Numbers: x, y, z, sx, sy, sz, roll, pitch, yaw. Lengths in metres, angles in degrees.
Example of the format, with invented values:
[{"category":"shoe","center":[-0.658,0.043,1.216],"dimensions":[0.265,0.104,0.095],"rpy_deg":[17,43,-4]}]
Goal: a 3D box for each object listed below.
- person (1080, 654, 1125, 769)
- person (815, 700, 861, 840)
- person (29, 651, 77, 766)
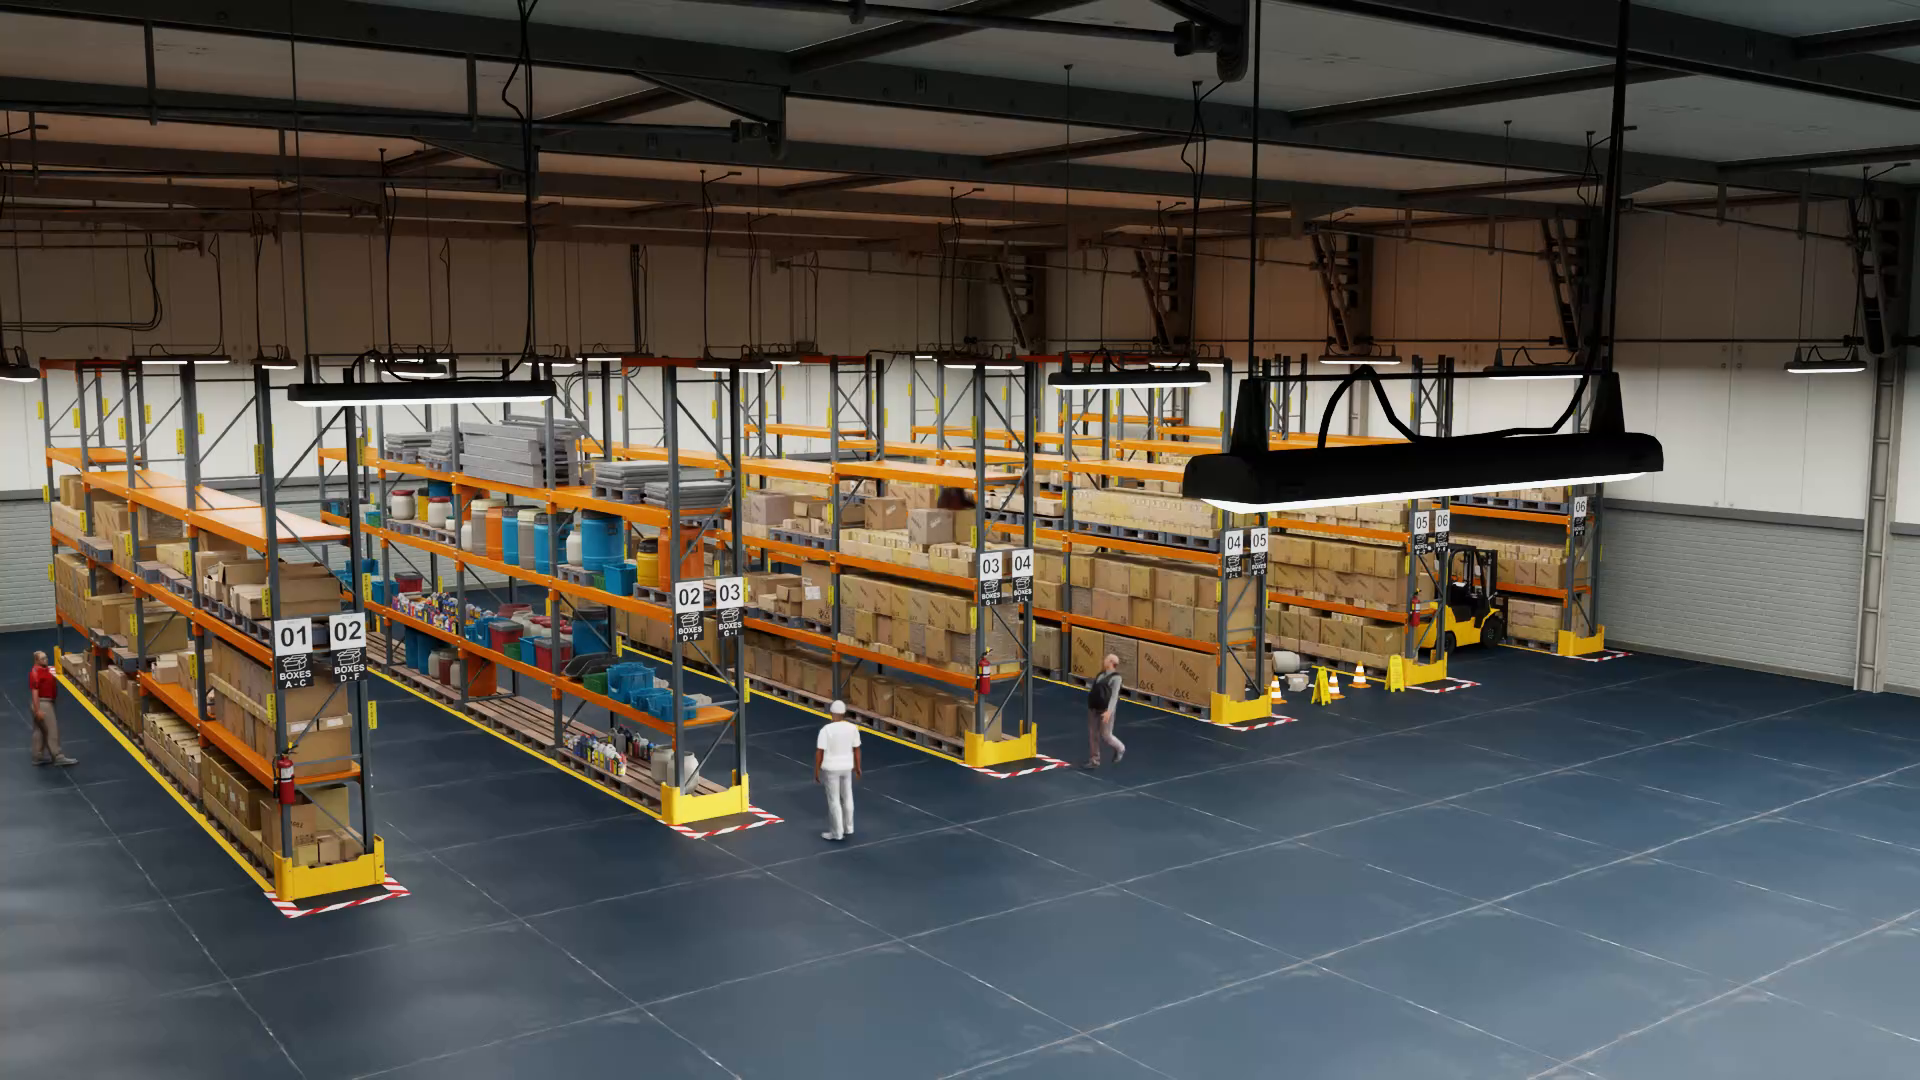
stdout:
[{"category":"person","center":[2.094,2.551,24.658],"dimensions":[0.586,1.680,0.715],"rpy_deg":[7,10,44]},{"category":"person","center":[-1.580,2.908,21.211],"dimensions":[0.604,1.779,0.515],"rpy_deg":[-3,8,-25]},{"category":"person","center":[-13.591,2.497,24.869],"dimensions":[0.587,1.716,0.564],"rpy_deg":[-4,8,-30]}]
